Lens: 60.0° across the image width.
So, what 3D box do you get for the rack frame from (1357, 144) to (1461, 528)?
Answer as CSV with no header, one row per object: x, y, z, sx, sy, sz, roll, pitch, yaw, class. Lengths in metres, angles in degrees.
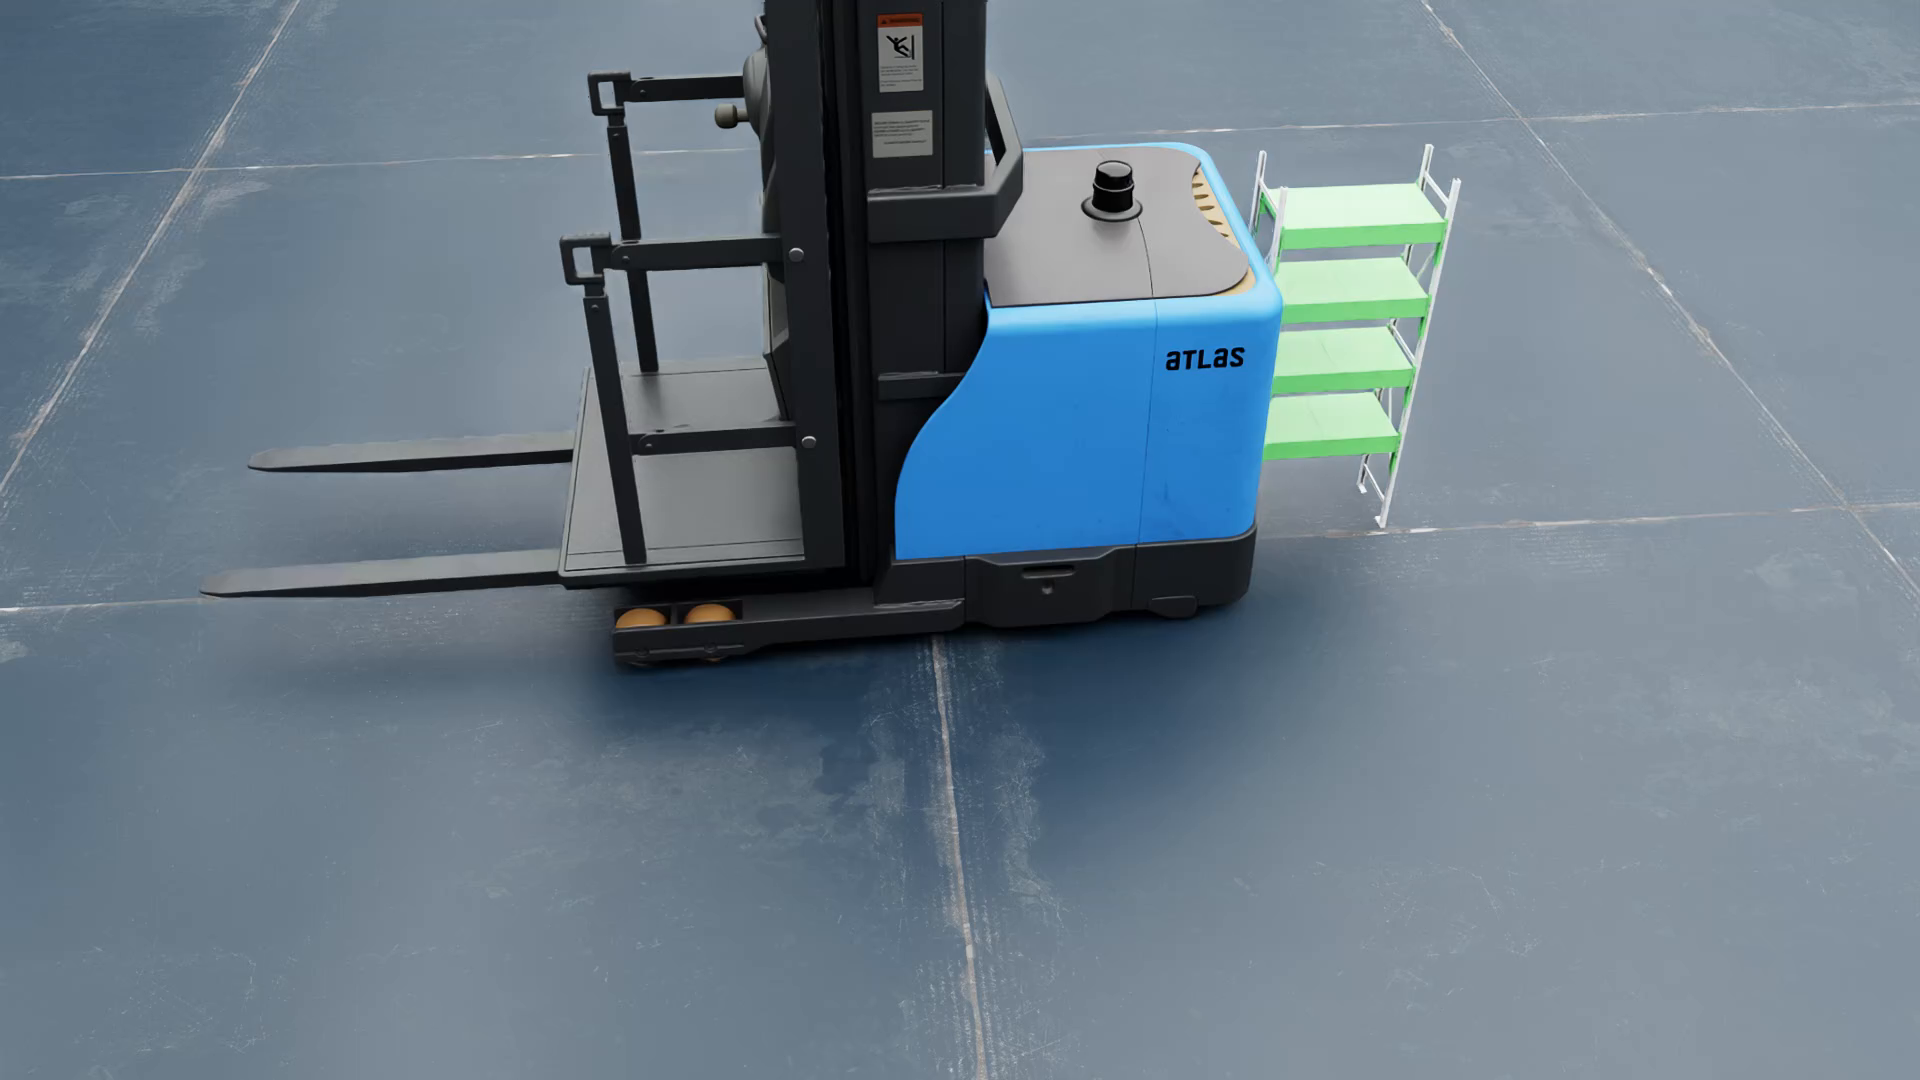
1.341,-0.583,5.020,0.015,1.200,0.240,-4,38,-6,rack frame

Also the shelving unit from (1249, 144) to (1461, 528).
1.099,-0.567,4.993,0.503,1.200,0.258,-4,38,-6,shelving unit

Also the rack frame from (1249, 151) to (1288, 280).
0.857,-0.551,4.967,0.015,1.200,0.240,-4,38,-6,rack frame

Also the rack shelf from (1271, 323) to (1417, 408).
1.098,-0.517,5.033,0.480,0.148,0.258,-4,38,-6,rack shelf

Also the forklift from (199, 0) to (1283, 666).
-0.685,-1.135,4.322,3.031,2.935,1.130,-4,38,-5,forklift

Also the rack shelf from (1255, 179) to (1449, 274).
1.106,-0.894,4.736,0.480,0.148,0.258,-4,38,-6,rack shelf

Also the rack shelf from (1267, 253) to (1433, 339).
1.102,-0.706,4.885,0.480,0.148,0.258,-4,38,-6,rack shelf

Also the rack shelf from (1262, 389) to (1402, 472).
1.094,-0.328,5.181,0.480,0.148,0.258,-4,38,-6,rack shelf
